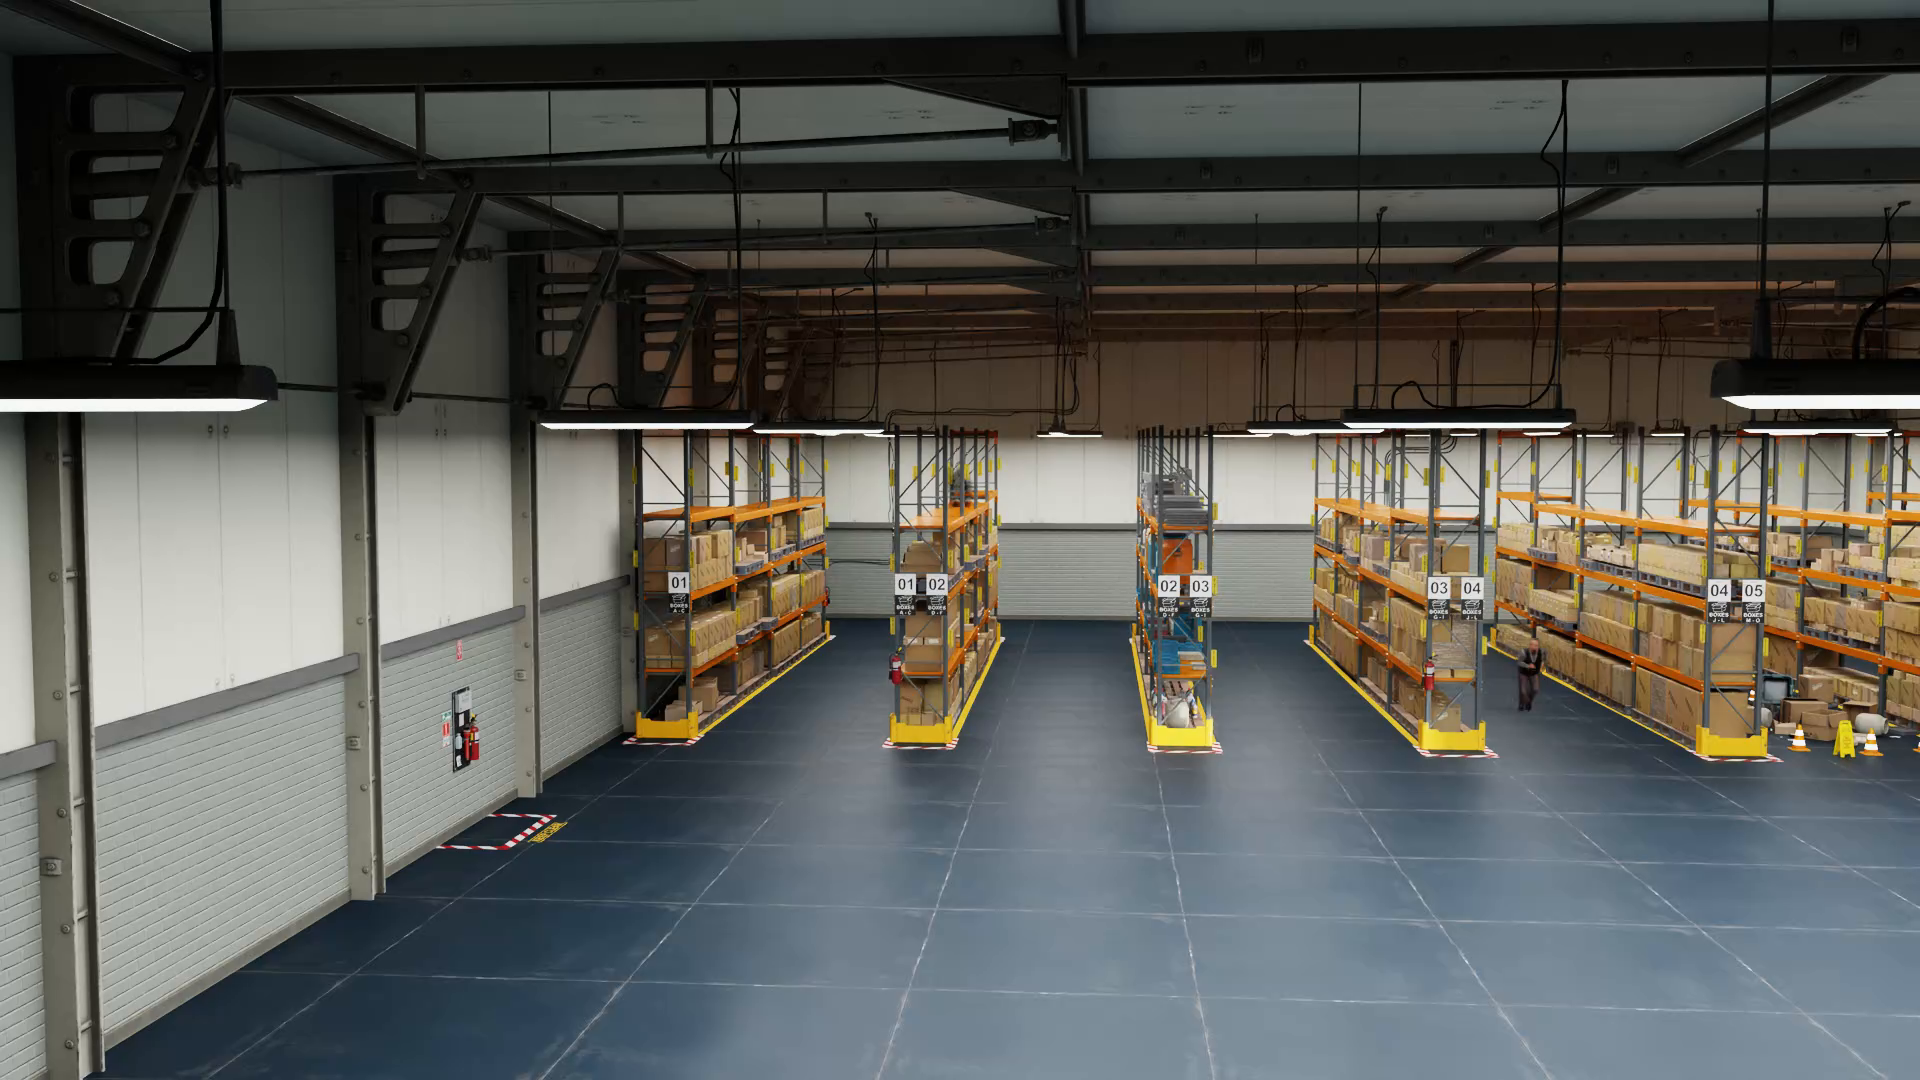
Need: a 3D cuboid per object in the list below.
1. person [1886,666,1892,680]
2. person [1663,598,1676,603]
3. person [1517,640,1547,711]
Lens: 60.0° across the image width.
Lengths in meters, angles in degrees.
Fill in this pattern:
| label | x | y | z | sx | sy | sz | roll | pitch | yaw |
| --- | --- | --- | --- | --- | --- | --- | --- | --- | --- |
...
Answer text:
| label | x | y | z | sx | sy | sz | roll | pitch | yaw |
| --- | --- | --- | --- | --- | --- | --- | --- | --- | --- |
| person | 21.328 | 2.623 | 37.849 | 0.533 | 1.601 | 0.860 | 0 | 3 | 4 |
| person | 20.153 | 2.058 | 47.130 | 0.693 | 1.721 | 0.639 | 1 | 4 | 17 |
| person | 11.991 | 2.834 | 34.889 | 0.691 | 1.552 | 0.926 | 0 | 3 | -1 |
